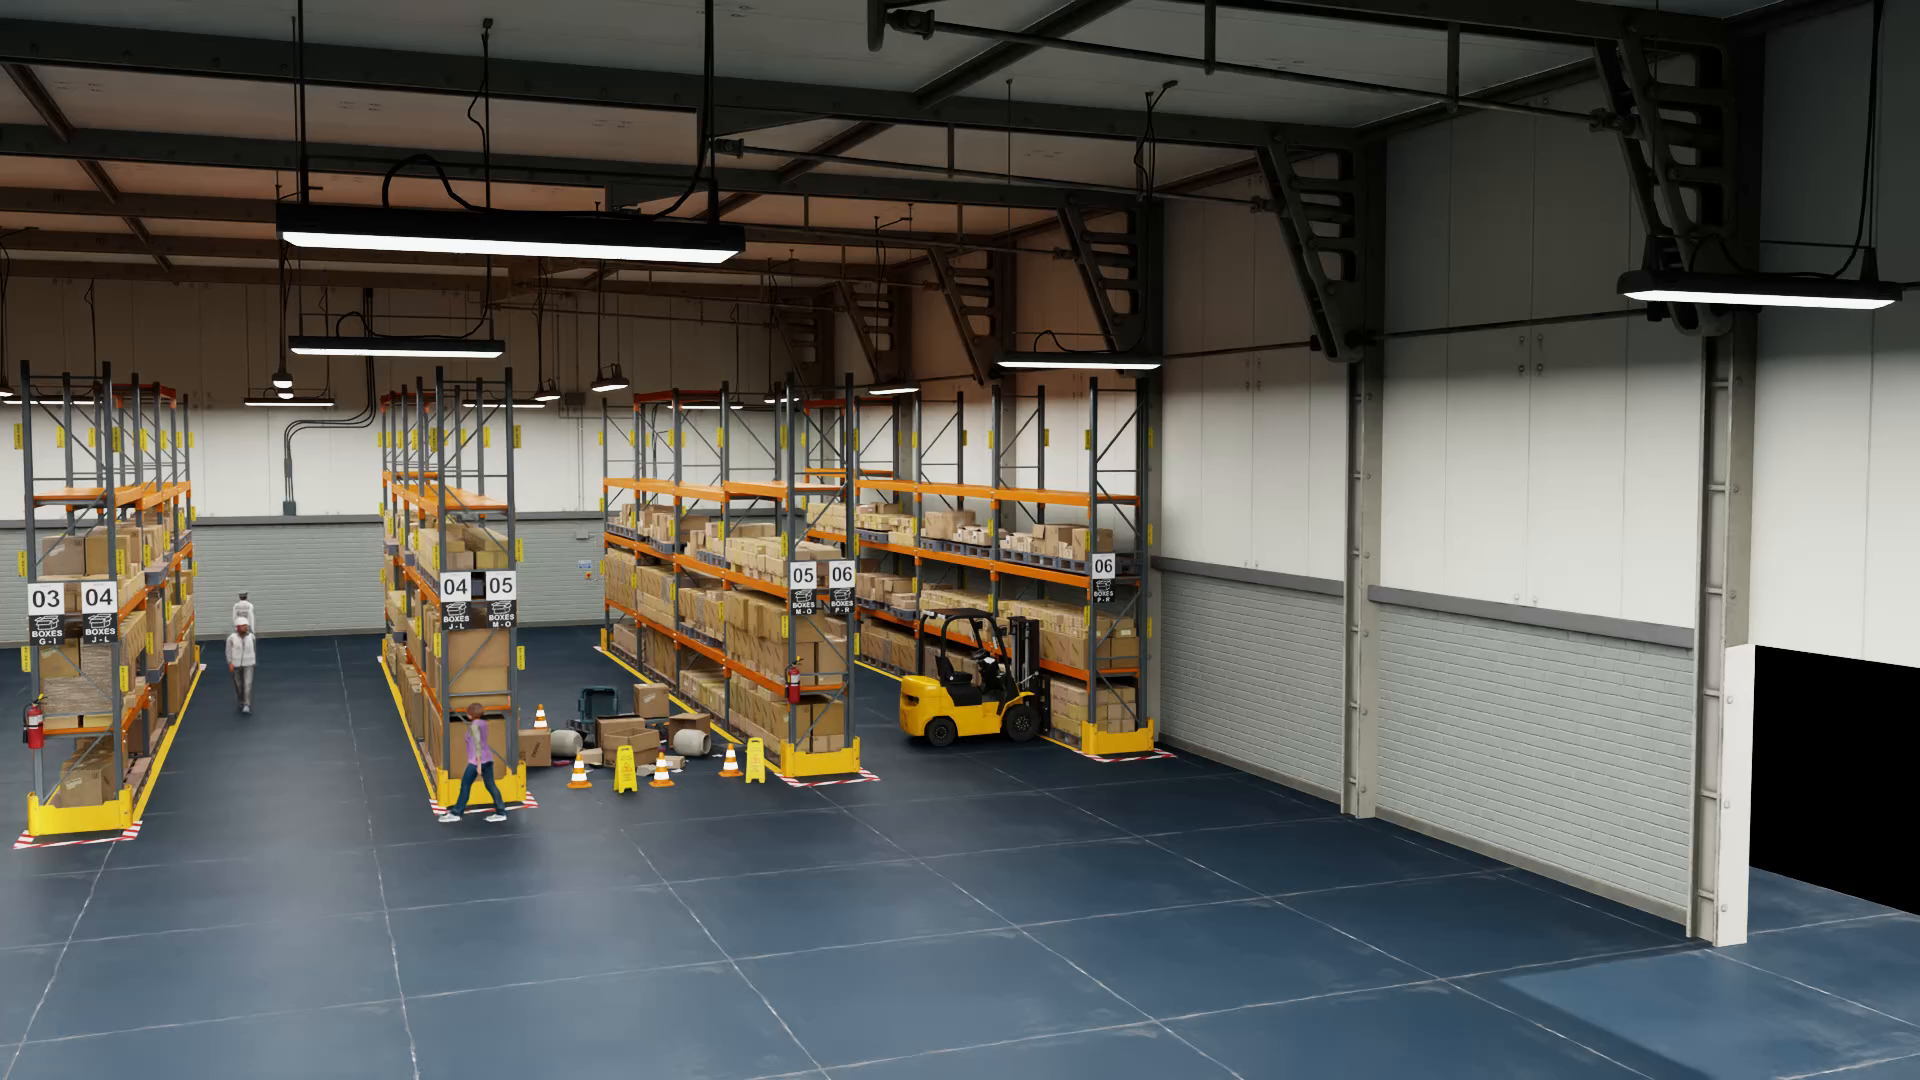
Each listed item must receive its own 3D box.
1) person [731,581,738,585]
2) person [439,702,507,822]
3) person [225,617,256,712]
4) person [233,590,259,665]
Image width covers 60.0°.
[{"bbox_3d":[-5.986,1.559,42.624,0.999,1.744,0.633,-3,5,-44],"label":"person"},{"bbox_3d":[-6.325,2.892,21.701,0.849,1.548,0.438,1,4,12],"label":"person"},{"bbox_3d":[-13.243,2.282,30.619,0.513,1.712,1.069,-1,4,-18],"label":"person"},{"bbox_3d":[-15.828,1.973,36.788,0.526,1.704,0.584,0,3,0],"label":"person"}]
